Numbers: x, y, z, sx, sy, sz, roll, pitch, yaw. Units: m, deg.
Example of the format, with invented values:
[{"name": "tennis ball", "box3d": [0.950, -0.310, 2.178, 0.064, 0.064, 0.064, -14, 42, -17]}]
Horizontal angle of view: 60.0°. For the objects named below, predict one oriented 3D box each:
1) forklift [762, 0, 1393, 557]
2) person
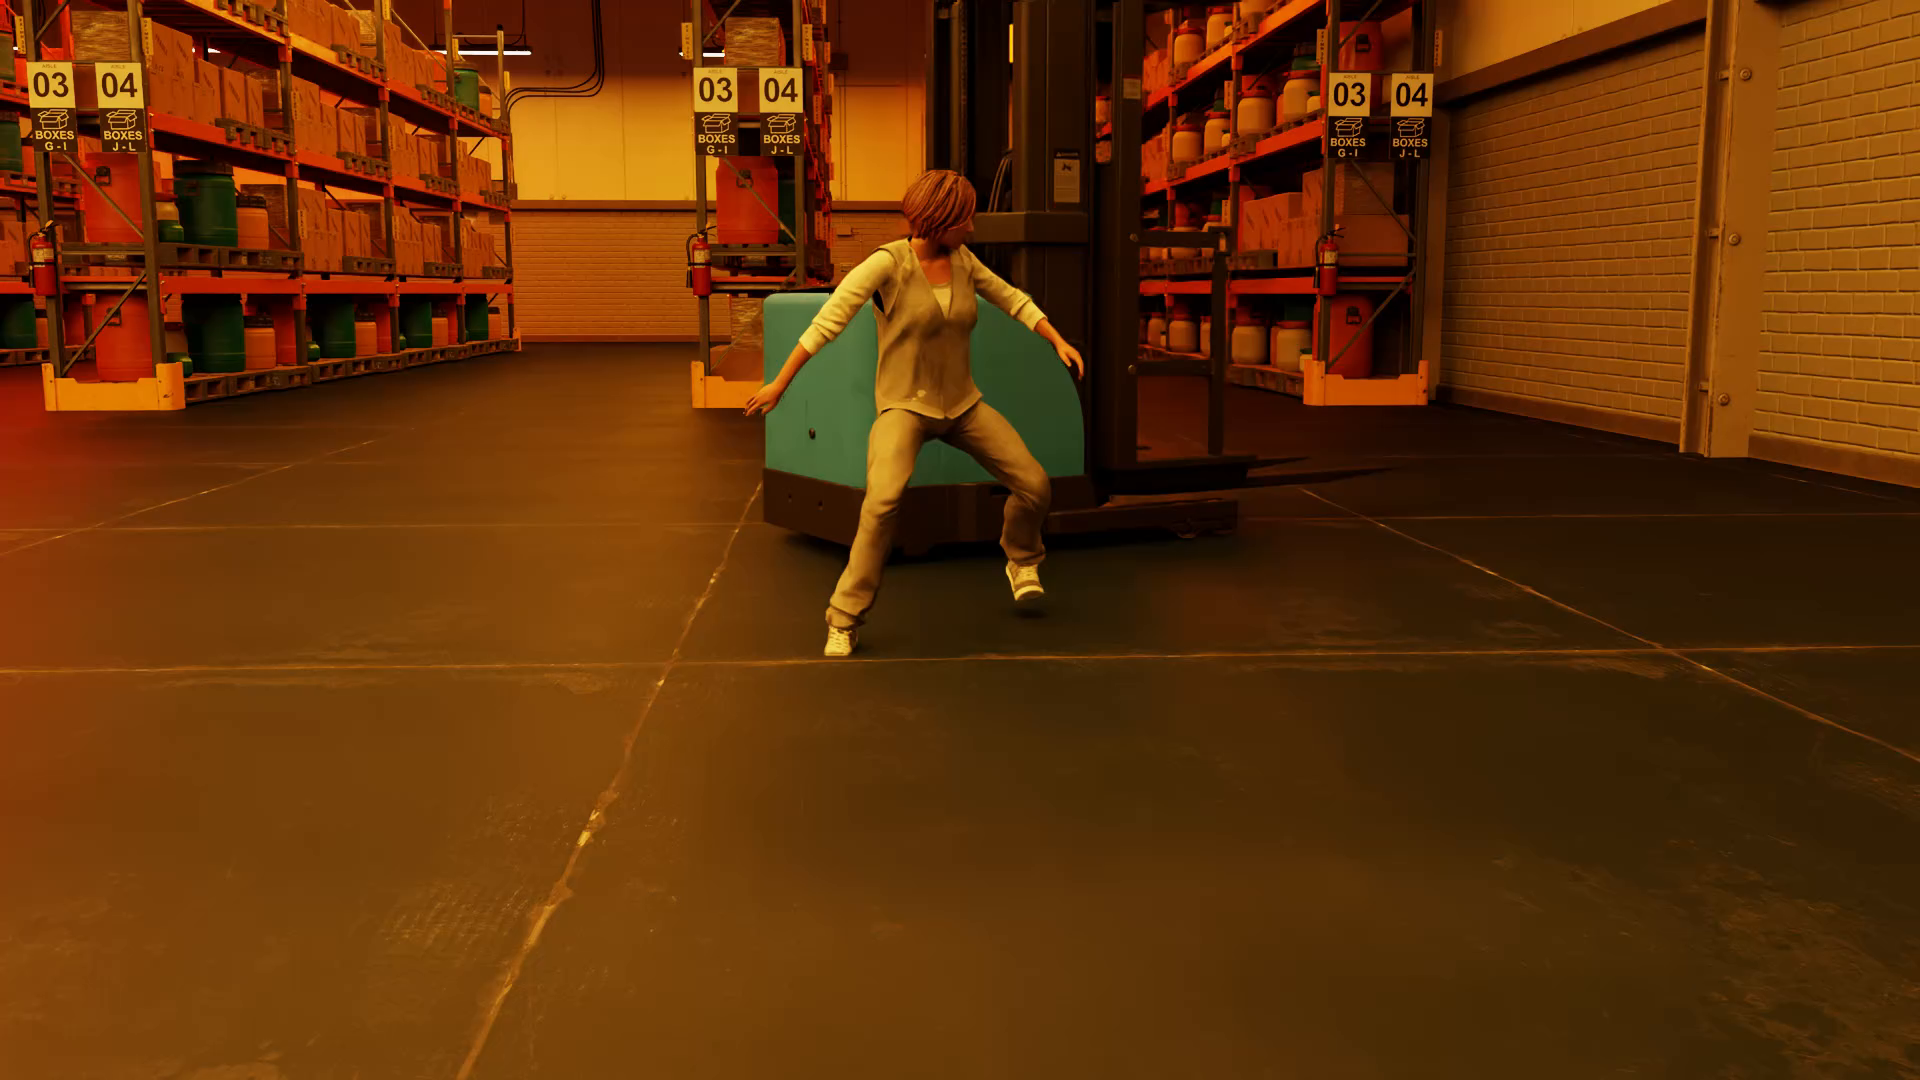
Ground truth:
[{"name": "forklift", "box3d": [0.659, -1.515, 7.537, 3.031, 2.935, 1.130, -5, 10, -30]}, {"name": "person", "box3d": [-0.131, -0.380, 5.193, 1.023, 1.511, 0.491, -4, 9, -26]}]
